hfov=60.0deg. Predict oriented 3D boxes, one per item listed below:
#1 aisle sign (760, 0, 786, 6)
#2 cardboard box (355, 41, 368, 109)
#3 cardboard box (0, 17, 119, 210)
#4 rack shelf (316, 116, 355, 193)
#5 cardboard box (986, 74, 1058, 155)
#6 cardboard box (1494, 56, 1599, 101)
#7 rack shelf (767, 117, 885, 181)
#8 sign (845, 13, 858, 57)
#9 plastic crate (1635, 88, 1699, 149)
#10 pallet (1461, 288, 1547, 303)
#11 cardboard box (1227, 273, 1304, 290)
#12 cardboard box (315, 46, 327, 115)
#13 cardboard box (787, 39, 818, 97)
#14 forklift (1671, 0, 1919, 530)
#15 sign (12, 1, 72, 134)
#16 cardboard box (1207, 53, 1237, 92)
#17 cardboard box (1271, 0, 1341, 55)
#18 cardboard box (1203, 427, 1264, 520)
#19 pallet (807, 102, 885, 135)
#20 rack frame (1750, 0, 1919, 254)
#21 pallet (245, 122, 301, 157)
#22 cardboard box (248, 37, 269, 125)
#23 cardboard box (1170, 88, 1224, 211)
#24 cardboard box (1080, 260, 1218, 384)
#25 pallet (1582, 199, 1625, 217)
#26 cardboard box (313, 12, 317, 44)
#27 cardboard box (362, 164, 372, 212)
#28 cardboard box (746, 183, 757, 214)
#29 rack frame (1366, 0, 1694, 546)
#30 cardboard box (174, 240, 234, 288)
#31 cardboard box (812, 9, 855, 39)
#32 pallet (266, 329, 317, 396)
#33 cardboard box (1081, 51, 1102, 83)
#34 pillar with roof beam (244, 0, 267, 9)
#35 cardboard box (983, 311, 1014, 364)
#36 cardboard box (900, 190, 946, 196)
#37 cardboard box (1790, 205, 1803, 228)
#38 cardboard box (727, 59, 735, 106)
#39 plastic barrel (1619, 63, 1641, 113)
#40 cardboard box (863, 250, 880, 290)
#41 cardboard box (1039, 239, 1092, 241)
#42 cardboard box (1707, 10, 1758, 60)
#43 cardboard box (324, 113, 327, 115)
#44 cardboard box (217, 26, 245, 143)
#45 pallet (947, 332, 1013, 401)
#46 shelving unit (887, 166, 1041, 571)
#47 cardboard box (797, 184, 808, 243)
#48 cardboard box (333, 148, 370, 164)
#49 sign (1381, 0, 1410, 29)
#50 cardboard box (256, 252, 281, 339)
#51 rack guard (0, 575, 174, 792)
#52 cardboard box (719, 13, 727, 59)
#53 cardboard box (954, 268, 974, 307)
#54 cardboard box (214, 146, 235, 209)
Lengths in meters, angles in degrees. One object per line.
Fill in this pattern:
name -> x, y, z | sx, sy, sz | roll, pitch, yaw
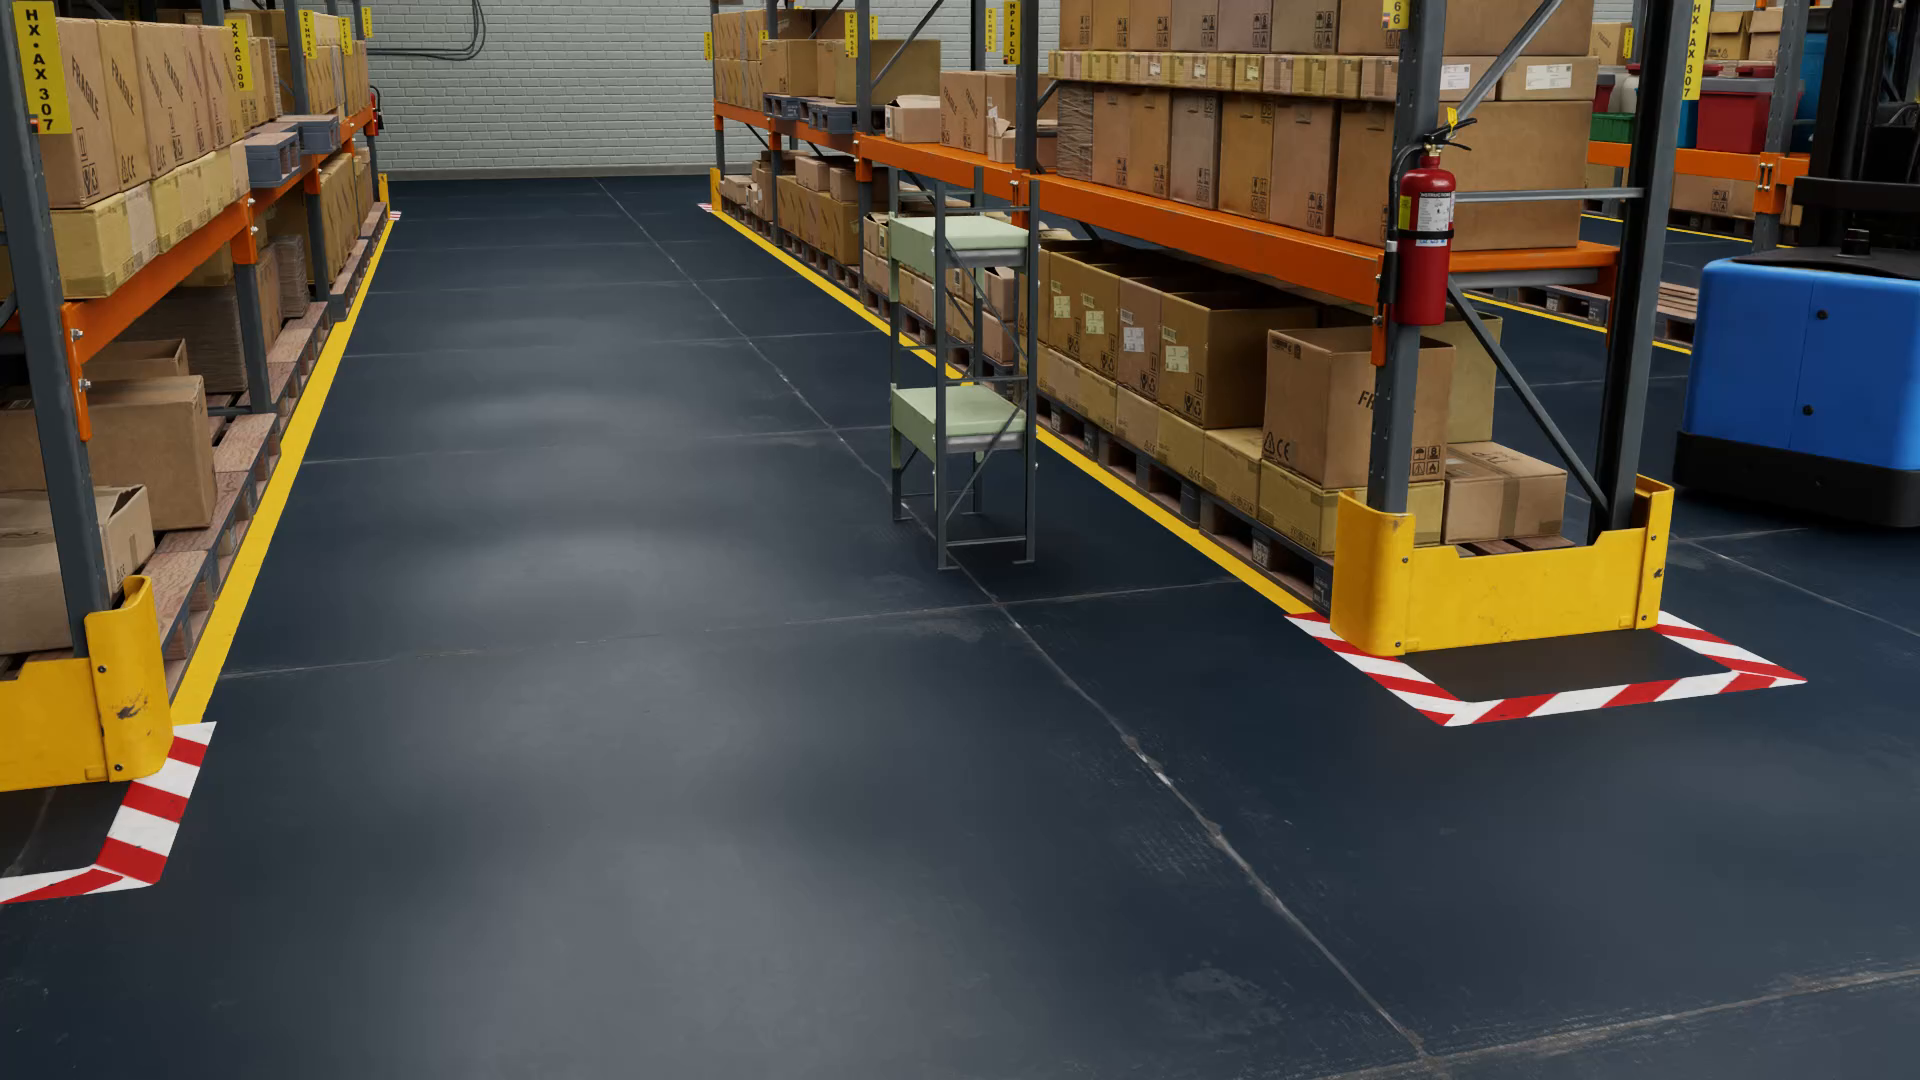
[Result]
aisle sign -> -2.222, -6.851, 20.028 | 0.394, 0.787, 0.004 | -5, 17, -15
cardboard box -> -6.899, -4.974, 17.774 | 0.980, 0.700, 0.700 | -5, 17, -16
cardboard box -> -2.705, -1.198, 4.647 | 0.500, 0.500, 0.500 | -5, 17, -15
rack shelf -> -5.611, -3.166, 13.530 | 1.077, 0.370, 4.000 | -5, 17, -15
cardboard box -> 0.460, -2.651, 10.391 | 0.500, 0.500, 0.500 | -3, 17, -11
cardboard box -> 1.998, -1.622, 5.835 | 0.380, 0.149, 0.250 | -5, 17, -16
rack shelf -> -0.849, -3.559, 14.837 | 1.077, 0.370, 4.000 | -5, 17, -15
sign -> -0.819, -3.822, 12.585 | 0.100, 0.325, 0.005 | -5, 17, -15
plastic crate -> 4.961, -2.907, 11.445 | 0.392, 0.384, 0.575 | -5, 17, -15
pallet -> 4.640, -2.188, 13.870 | 1.003, 0.211, 1.213 | -5, 17, -15
cardboard box -> 1.556, -0.962, 7.687 | 0.500, 0.500, 0.500 | -5, 17, -15
cardboard box -> -5.084, -3.458, 12.524 | 0.500, 0.500, 0.500 | -4, 17, -13
cardboard box -> -1.234, -4.372, 15.389 | 0.700, 0.500, 0.500 | -2, 17, -6
forklift -> 4.691, -1.773, 7.758 | 3.031, 2.935, 1.130 | -14, 22, -39
sign -> -2.341, -1.202, 4.236 | 0.100, 0.325, 0.005 | -5, 17, -15
cardboard box -> 1.254, -1.945, 6.911 | 0.380, 0.149, 0.250 | -4, 17, -14
cardboard box -> 1.619, -2.097, 6.289 | 0.700, 0.500, 0.500 | -5, 17, -17
cardboard box -> 1.319, -0.284, 6.734 | 0.500, 0.250, 0.500 | -5, 17, -15
pallet -> -0.553, -3.440, 13.525 | 1.213, 0.211, 1.003 | -5, 17, -15
rack frame -> 5.564, -2.635, 10.509 | 1.000, 3.000, 0.127 | -5, 17, -15
pallet -> -4.478, -2.322, 9.800 | 1.003, 0.211, 1.213 | -5, 17, -15
cardboard box -> -4.559, -2.744, 9.935 | 0.700, 0.500, 0.500 | -5, 17, -15
cardboard box -> 1.355, -1.744, 7.369 | 0.700, 0.500, 0.500 | -4, 17, -14
cardboard box -> 0.901, -1.058, 8.006 | 0.500, 0.500, 0.500 | -5, 17, -15
pallet -> 7.994, -4.120, 20.301 | 1.003, 0.211, 1.213 | -5, 17, -15
cardboard box -> -5.087, -3.811, 12.397 | 0.500, 0.250, 0.500 | -5, 17, -16
cardboard box -> -6.834, -3.850, 18.172 | 0.700, 0.500, 0.500 | -5, 17, -15
cardboard box -> -2.034, -3.722, 18.039 | 0.500, 0.311, 0.500 | -5, 17, -15
rack frame -> 1.899, -1.138, 5.525 | 1.000, 3.000, 0.127 | -5, 17, -15
cardboard box -> -4.305, -1.548, 9.168 | 0.500, 0.250, 0.500 | -5, 17, -16
cardboard box -> -1.258, -5.136, 16.925 | 0.500, 0.500, 0.500 | -4, 17, -14
pallet -> -4.516, -1.069, 10.144 | 1.003, 0.211, 1.213 | -5, 17, -15
cardboard box -> 0.829, -2.372, 8.334 | 0.380, 0.149, 0.250 | -5, 17, -17
pillar with roof beam -> -4.694, -9.063, 21.480 | 9.100, 9.000, 0.400 | -5, 17, -15
cardboard box -> 0.407, -1.220, 9.849 | 0.500, 0.250, 0.500 | -5, 17, -16
cardboard box -> -0.432, -2.796, 14.626 | 0.500, 0.500, 0.500 | -5, 17, -16
cardboard box -> 9.057, -3.509, 16.382 | 1.225, 0.875, 0.875 | -6, 18, -18
cardboard box -> -2.347, -5.186, 18.830 | 0.500, 0.500, 0.500 | -5, 17, -15
plastic barrel -> 5.191, -3.304, 12.502 | 0.433, 0.535, 0.433 | 0, 17, 0
cardboard box -> -0.438, -2.067, 12.667 | 0.500, 0.250, 0.500 | -5, 17, -15
cardboard box -> 0.650, -1.813, 10.848 | 0.500, 0.311, 0.500 | -5, 18, -17
cardboard box -> 8.488, -5.401, 17.799 | 0.797, 0.503, 0.637 | -5, 17, -15
cardboard box -> -5.488, -3.527, 13.883 | 0.380, 0.149, 0.250 | -5, 17, -17
cardboard box -> -3.535, -2.042, 7.458 | 0.500, 0.500, 0.500 | -5, 17, -15
pallet -> 0.560, -1.109, 10.278 | 1.003, 0.211, 1.213 | -5, 17, -15
shelving unit -> 0.002, -0.716, 6.730 | 0.431, 1.500, 0.755 | -5, 17, -15
cardboard box -> -1.213, -3.032, 15.412 | 0.500, 0.500, 0.500 | -4, 17, -15
cardboard box -> -6.690, -4.208, 18.234 | 0.380, 0.149, 0.250 | -4, 17, -14
sign -> 1.374, -1.766, 5.194 | 0.100, 0.325, 0.005 | -5, 17, -15
cardboard box -> -4.620, -1.489, 10.277 | 0.700, 0.500, 0.500 | -5, 17, -16
rack guard -> -2.884, 0.431, 4.647 | 1.175, 0.500, 0.348 | -5, 17, -15
cardboard box -> -2.479, -5.802, 19.143 | 0.500, 0.500, 0.500 | -5, 17, -15
cardboard box -> 0.264, -1.630, 10.238 | 0.500, 0.311, 0.500 | -4, 17, -14
cardboard box -> -3.411, -1.544, 7.103 | 0.500, 0.250, 0.500 | -5, 17, -15
